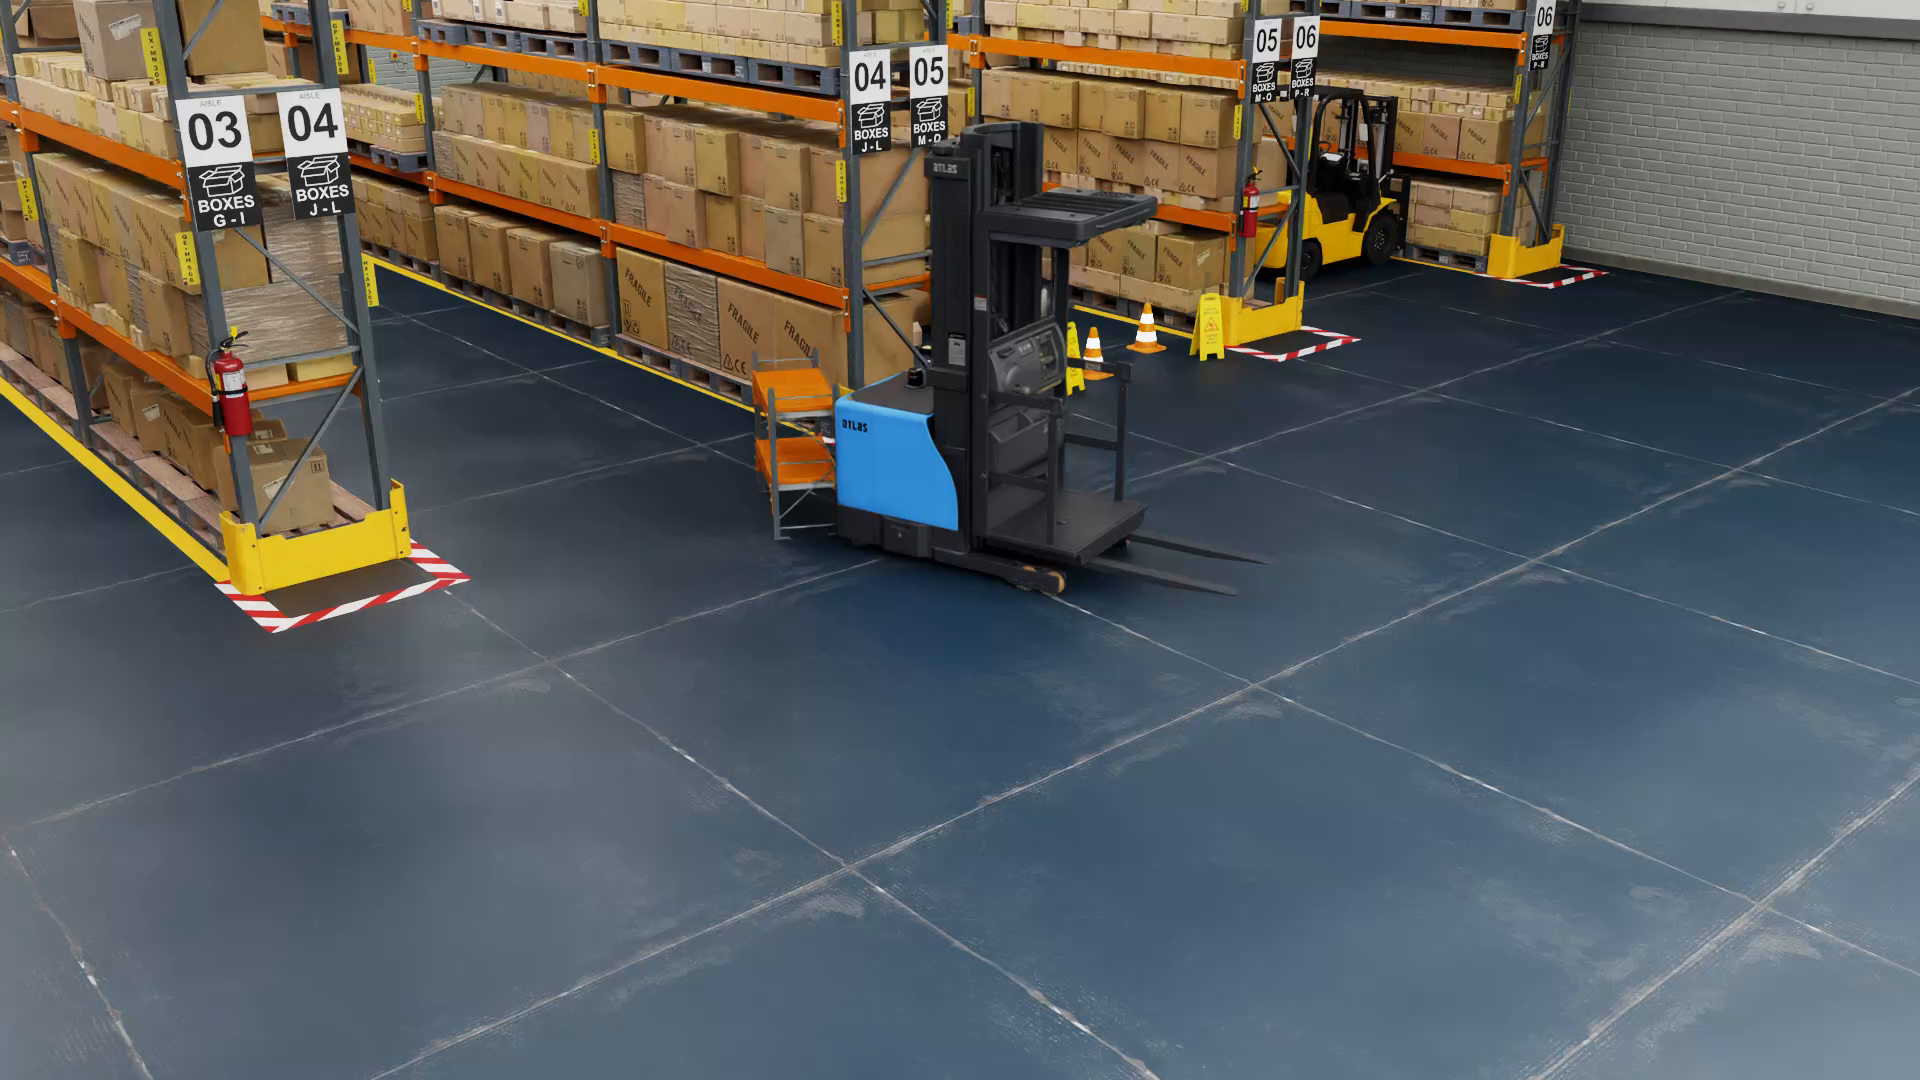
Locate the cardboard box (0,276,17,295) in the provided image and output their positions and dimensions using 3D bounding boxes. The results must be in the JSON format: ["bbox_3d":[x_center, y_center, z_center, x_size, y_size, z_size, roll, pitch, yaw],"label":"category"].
[{"bbox_3d":[-9.109,-2.605,16.317,0.500,0.250,0.500,-16,27,-35],"label":"cardboard box"}]

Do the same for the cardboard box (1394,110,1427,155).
[{"bbox_3d":[5.731,-5.131,20.835,0.500,0.500,0.500,-18,28,-38],"label":"cardboard box"}]

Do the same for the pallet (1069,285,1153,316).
[{"bbox_3d":[1.815,-2.834,18.930,1.003,0.211,1.213,-17,27,-37],"label":"pallet"}]

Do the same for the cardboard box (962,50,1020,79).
[{"bbox_3d":[0.490,-7.585,26.519,0.797,0.503,0.637,-18,28,-39],"label":"cardboard box"}]

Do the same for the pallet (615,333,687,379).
[{"bbox_3d":[-2.698,-1.913,16.579,1.003,0.211,1.213,-17,27,-37],"label":"pallet"}]

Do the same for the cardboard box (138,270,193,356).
[{"bbox_3d":[-5.103,-1.635,11.502,0.875,0.500,0.500,-17,27,-37],"label":"cardboard box"}]

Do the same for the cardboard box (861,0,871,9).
[{"bbox_3d":[-0.664,-4.466,13.698,0.380,0.149,0.250,-17,27,-37],"label":"cardboard box"}]

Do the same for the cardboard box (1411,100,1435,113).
[{"bbox_3d":[5.804,-5.385,20.594,0.380,0.149,0.250,-19,28,-39],"label":"cardboard box"}]

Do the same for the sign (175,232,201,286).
[{"bbox_3d":[-4.781,-1.742,10.298,0.100,0.325,0.005,-17,27,-37],"label":"sign"}]

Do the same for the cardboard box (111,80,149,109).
[{"bbox_3d":[-5.290,-2.910,10.847,0.380,0.149,0.250,-17,27,-37],"label":"cardboard box"}]

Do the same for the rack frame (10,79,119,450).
[{"bbox_3d":[-6.959,-2.287,13.711,1.000,3.000,0.127,-17,27,-37],"label":"rack frame"}]

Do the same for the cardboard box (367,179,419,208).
[{"bbox_3d":[-7.049,-4.334,20.760,0.500,0.250,0.500,-17,27,-36],"label":"cardboard box"}]

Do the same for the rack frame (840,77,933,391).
[{"bbox_3d":[-0.524,-2.335,13.833,1.000,3.000,0.127,-17,27,-37],"label":"rack frame"}]

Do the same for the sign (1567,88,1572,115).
[{"bbox_3d":[7.342,-5.295,20.093,0.100,0.325,0.005,-17,27,-37],"label":"sign"}]

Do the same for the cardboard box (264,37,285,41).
[{"bbox_3d":[-9.534,-6.653,22.941,0.500,0.500,0.500,-17,27,-36],"label":"cardboard box"}]

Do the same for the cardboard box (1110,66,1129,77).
[{"bbox_3d":[2.410,-6.855,24.346,0.380,0.149,0.250,-17,27,-37],"label":"cardboard box"}]

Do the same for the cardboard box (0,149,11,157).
[{"bbox_3d":[-9.187,-3.495,16.081,0.500,0.500,0.500,18,28,39],"label":"cardboard box"}]

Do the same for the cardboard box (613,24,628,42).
[{"bbox_3d":[-2.984,-4.710,15.414,0.380,0.149,0.250,-17,27,-37],"label":"cardboard box"}]

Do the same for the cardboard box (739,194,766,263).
[{"bbox_3d":[-1.446,-2.828,14.886,0.875,0.550,0.550,-17,27,-37],"label":"cardboard box"}]

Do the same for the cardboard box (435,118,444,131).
[{"bbox_3d":[-6.088,-5.018,20.044,0.380,0.149,0.250,-16,26,-35],"label":"cardboard box"}]

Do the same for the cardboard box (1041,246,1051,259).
[{"bbox_3d":[1.088,-3.539,19.072,0.500,0.500,0.500,-16,27,-35],"label":"cardboard box"}]

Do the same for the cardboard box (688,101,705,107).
[{"bbox_3d":[-3.605,-6.174,23.841,0.500,0.250,0.500,-18,28,-38],"label":"cardboard box"}]

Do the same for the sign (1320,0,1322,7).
[{"bbox_3d":[3.571,-5.474,16.536,0.100,0.325,0.005,-17,27,-37],"label":"sign"}]

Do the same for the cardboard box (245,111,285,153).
[{"bbox_3d":[-4.466,-2.704,10.867,0.500,0.250,0.500,-16,27,-36],"label":"cardboard box"}]

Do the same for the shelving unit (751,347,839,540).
[{"bbox_3d":[-1.210,-0.733,12.313,0.538,1.125,1.048,-5,22,-12],"label":"shelving unit"}]

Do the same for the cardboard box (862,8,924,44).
[{"bbox_3d":[-0.645,-4.237,13.661,0.500,0.250,0.500,-18,27,-38],"label":"cardboard box"}]

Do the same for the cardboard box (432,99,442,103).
[{"bbox_3d":[-6.408,-5.291,20.332,0.380,0.149,0.250,-19,28,-40],"label":"cardboard box"}]

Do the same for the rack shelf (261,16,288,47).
[{"bbox_3d":[-9.663,-7.265,23.293,1.077,0.370,4.000,-17,27,-37],"label":"rack shelf"}]

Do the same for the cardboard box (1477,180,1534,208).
[{"bbox_3d":[6.748,-4.283,20.629,0.500,0.250,0.500,-18,28,-38],"label":"cardboard box"}]

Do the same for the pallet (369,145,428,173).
[{"bbox_3d":[-6.292,-4.628,19.949,1.213,0.211,1.003,-17,27,-37],"label":"pallet"}]

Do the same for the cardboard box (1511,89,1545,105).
[{"bbox_3d":[6.861,-5.355,20.108,0.380,0.149,0.250,-18,28,-38],"label":"cardboard box"}]

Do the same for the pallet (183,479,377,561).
[{"bbox_3d":[-4.901,-0.138,12.046,1.003,0.211,1.213,-17,27,-37],"label":"pallet"}]

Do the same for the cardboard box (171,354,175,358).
[{"bbox_3d":[-5.338,-1.373,11.720,0.380,0.149,0.250,-17,27,-37],"label":"cardboard box"}]

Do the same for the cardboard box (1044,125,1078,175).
[{"bbox_3d":[1.288,-4.369,18.480,0.500,0.500,0.500,-18,28,-38],"label":"cardboard box"}]

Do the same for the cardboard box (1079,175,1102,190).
[{"bbox_3d":[1.525,-3.948,18.294,0.380,0.149,0.250,-18,27,-38],"label":"cardboard box"}]

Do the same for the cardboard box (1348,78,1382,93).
[{"bbox_3d":[5.191,-5.821,21.298,0.380,0.149,0.250,-18,27,-38],"label":"cardboard box"}]

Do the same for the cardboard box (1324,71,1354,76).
[{"bbox_3d":[5.060,-6.151,22.141,0.380,0.149,0.250,-18,28,-38],"label":"cardboard box"}]

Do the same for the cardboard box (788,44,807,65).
[{"bbox_3d":[-1.162,-3.938,13.444,0.380,0.149,0.250,-17,27,-37],"label":"cardboard box"}]

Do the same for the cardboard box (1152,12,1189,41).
[{"bbox_3d":[2.305,-5.227,16.900,0.500,0.250,0.500,-18,28,-38],"label":"cardboard box"}]

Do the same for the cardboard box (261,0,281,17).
[{"bbox_3d":[-8.882,-7.049,21.960,0.500,0.250,0.500,-17,27,-36],"label":"cardboard box"}]

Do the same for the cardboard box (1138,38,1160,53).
[{"bbox_3d":[2.067,-5.139,17.223,0.380,0.149,0.250,-18,28,-38],"label":"cardboard box"}]

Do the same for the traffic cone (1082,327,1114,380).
[{"bbox_3d":[1.283,-1.814,15.980,0.336,0.463,0.334,-17,27,-37],"label":"traffic cone"}]

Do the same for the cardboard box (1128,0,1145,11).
[{"bbox_3d":[1.964,-5.592,17.287,0.380,0.149,0.250,-18,28,-39],"label":"cardboard box"}]

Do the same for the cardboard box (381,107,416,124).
[{"bbox_3d":[-6.575,-4.997,19.583,0.380,0.149,0.250,-18,28,-38],"label":"cardboard box"}]

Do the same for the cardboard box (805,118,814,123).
[{"bbox_3d":[-1.832,-5.610,21.963,0.380,0.149,0.250,-20,29,-41],"label":"cardboard box"}]

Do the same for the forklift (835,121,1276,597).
[{"bbox_3d":[0.635,-1.208,11.049,3.031,2.935,1.130,13,25,30],"label":"forklift"}]

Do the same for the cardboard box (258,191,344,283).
[{"bbox_3d":[-4.500,-2.050,11.189,0.500,0.500,0.500,-17,27,-37],"label":"cardboard box"}]

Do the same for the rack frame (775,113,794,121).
[{"bbox_3d":[-2.062,-5.752,22.556,1.000,3.000,0.127,-17,27,-37],"label":"rack frame"}]

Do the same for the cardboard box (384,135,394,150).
[{"bbox_3d":[-6.577,-4.720,19.690,0.380,0.149,0.250,-18,27,-38],"label":"cardboard box"}]

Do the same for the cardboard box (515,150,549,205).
[{"bbox_3d":[-4.338,-3.847,17.555,0.500,0.500,0.500,-17,27,-37],"label":"cardboard box"}]

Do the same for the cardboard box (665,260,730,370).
[{"bbox_3d":[-2.186,-2.208,15.846,0.875,0.875,0.875,-17,27,-37],"label":"cardboard box"}]

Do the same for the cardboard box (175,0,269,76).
[{"bbox_3d":[-5.112,-3.471,11.390,0.500,0.500,0.500,-18,27,-38],"label":"cardboard box"}]

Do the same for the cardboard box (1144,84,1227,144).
[{"bbox_3d":[2.337,-4.423,17.247,0.700,0.500,0.500,-17,27,-37],"label":"cardboard box"}]

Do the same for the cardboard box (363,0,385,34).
[{"bbox_3d":[-6.647,-6.221,19.504,0.500,0.500,0.500,-17,27,-37],"label":"cardboard box"}]
